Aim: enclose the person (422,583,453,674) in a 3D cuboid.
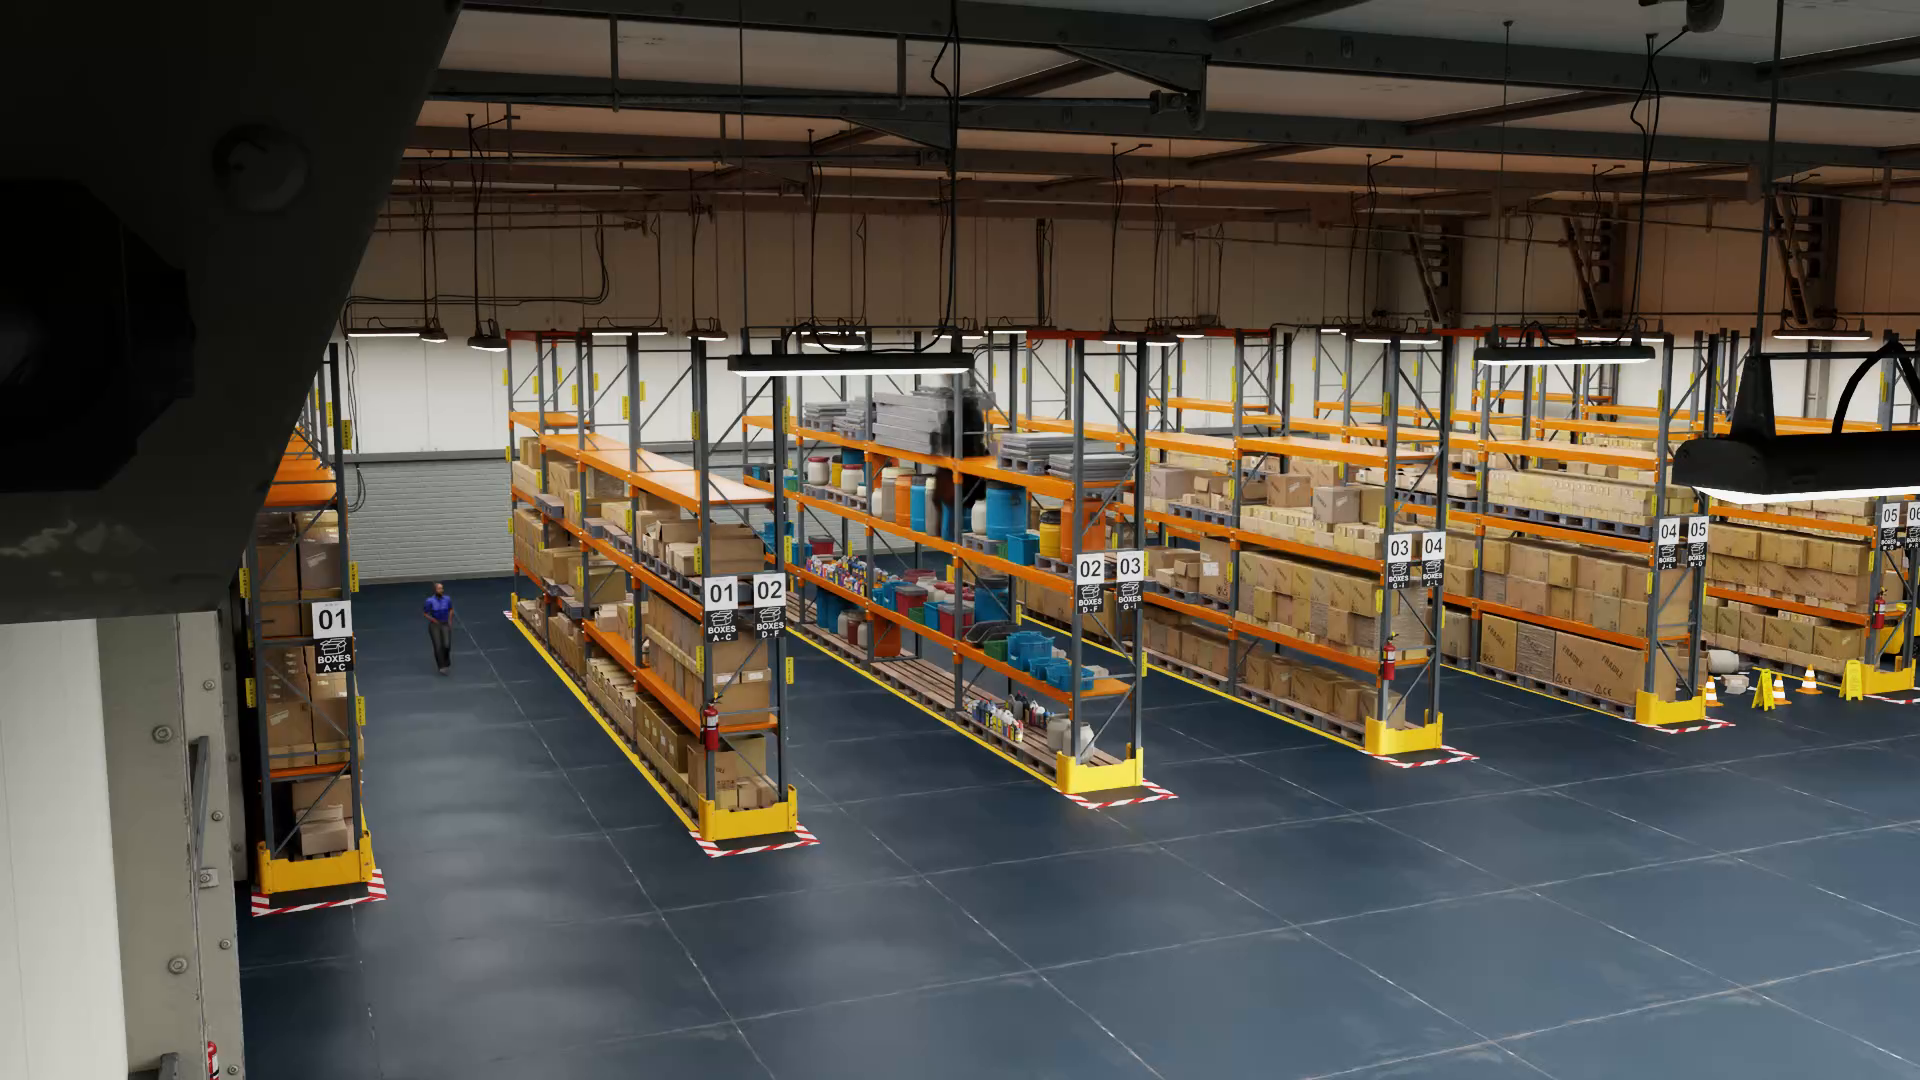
[{"bbox_3d":[-9.154,1.561,29.278,0.563,1.622,0.534,-5,9,-30],"label":"person"}]
